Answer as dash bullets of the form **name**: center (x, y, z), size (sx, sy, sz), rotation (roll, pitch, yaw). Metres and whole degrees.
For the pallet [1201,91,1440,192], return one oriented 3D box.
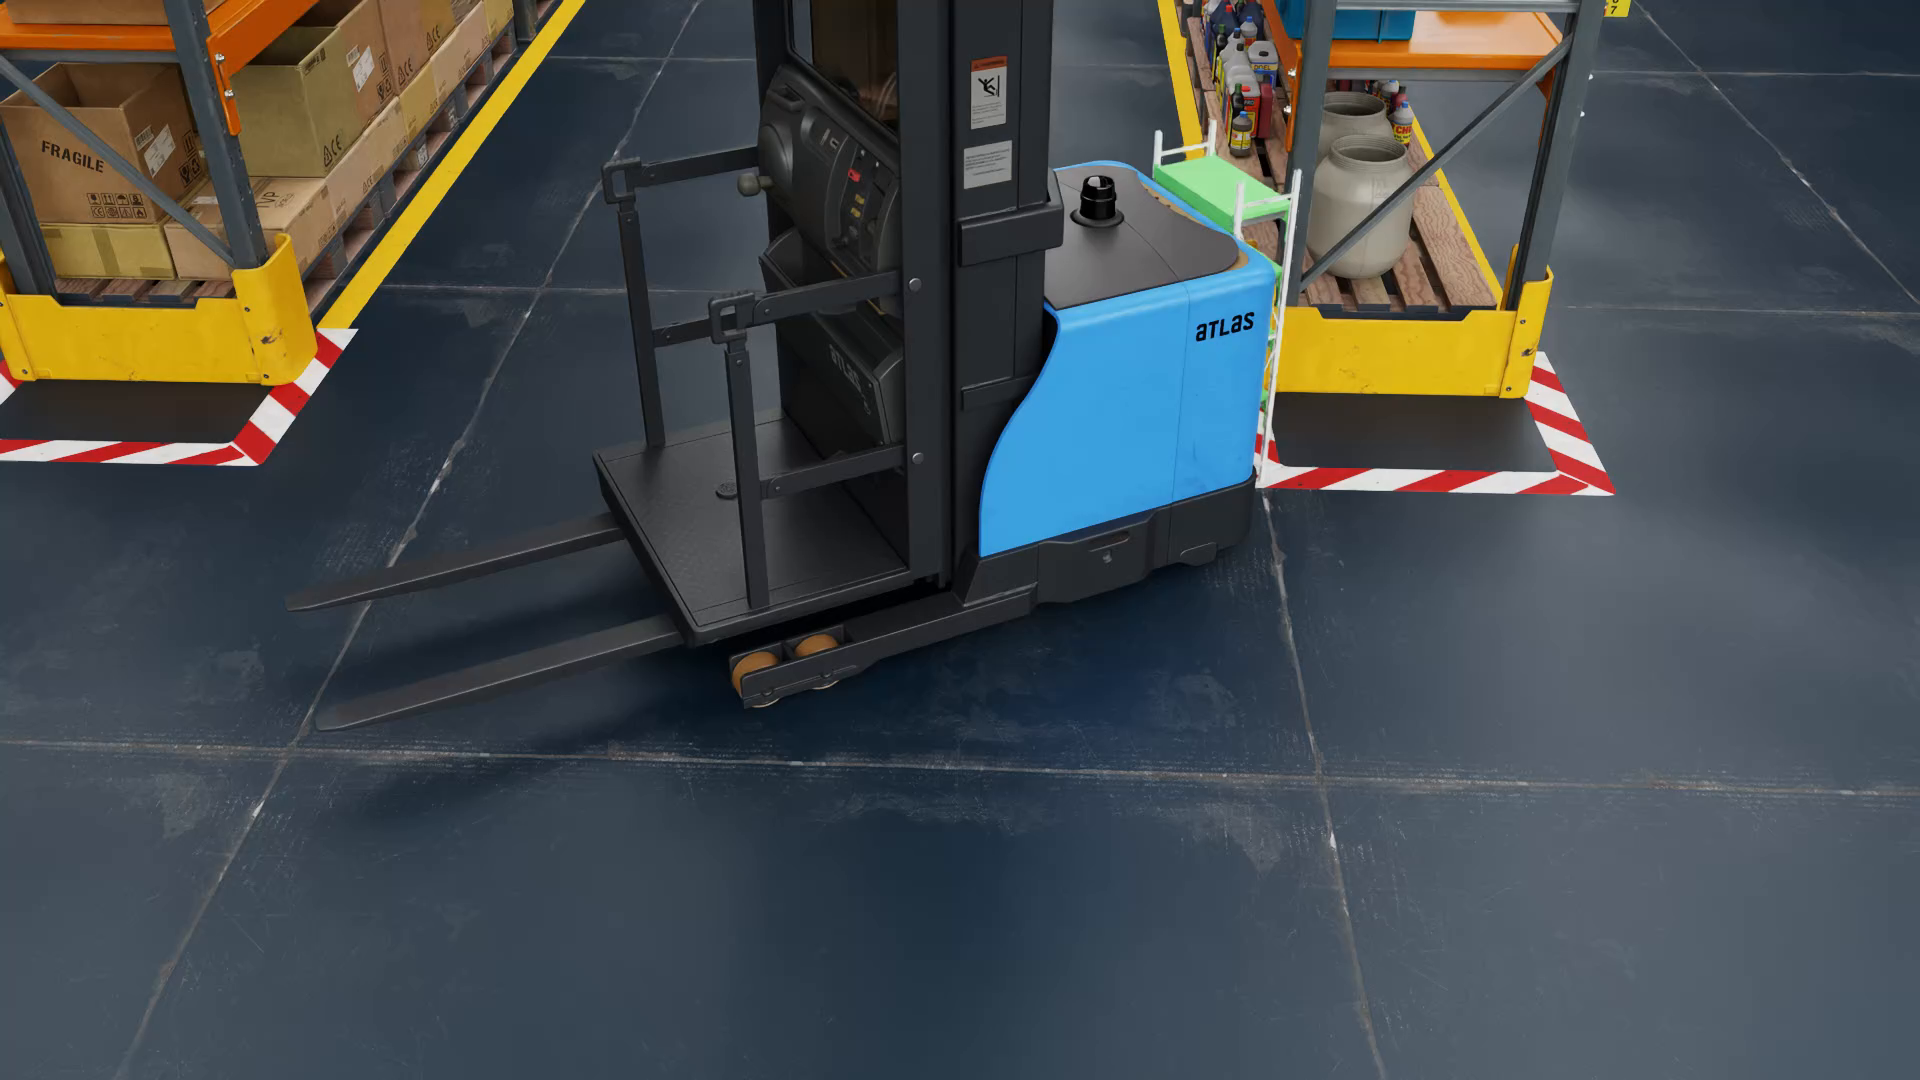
- **pallet**: center (1.760, -1.921, 8.300), size (1.003, 0.211, 1.213), rotation (1, 35, 2)

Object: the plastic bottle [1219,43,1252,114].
- **plastic bottle**: center (1.395, -2.332, 8.381), size (0.144, 0.351, 0.185), rotation (3, 35, 4)

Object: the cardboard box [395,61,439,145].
- **cardboard box**: center (-2.930, -2.180, 8.269), size (0.500, 0.250, 0.500), rotation (1, 35, 2)

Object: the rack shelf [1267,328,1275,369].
- **rack shelf**: center (0.884, -0.745, 5.876), size (0.258, 0.148, 0.480), rotation (-16, 38, -21)

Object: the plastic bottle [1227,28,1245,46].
- **plastic bottle**: center (1.451, -2.566, 8.782), size (0.097, 0.271, 0.097), rotation (0, 35, 0)

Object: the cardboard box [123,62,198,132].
- **cardboard box**: center (-3.486, -2.212, 7.662), size (0.500, 0.500, 0.500), rotation (1, 35, 2)

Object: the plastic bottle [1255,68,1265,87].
- **plastic bottle**: center (1.518, -2.294, 8.456), size (0.097, 0.201, 0.097), rotation (0, 35, 0)

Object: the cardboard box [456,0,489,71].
- **cardboard box**: center (-2.905, -2.755, 9.087), size (0.500, 0.250, 0.500), rotation (1, 35, 2)

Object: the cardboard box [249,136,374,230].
- **cardboard box**: center (-2.975, -1.605, 7.452), size (0.500, 0.250, 0.500), rotation (1, 35, 2)

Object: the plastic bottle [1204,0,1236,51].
- **plastic bottle**: center (1.438, -2.856, 9.191), size (0.152, 0.276, 0.135), rotation (3, 35, 4)

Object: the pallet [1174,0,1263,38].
- **pallet**: center (1.867, -3.461, 10.491), size (1.003, 0.211, 1.213), rotation (1, 35, 2)

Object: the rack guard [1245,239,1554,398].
- **rack guard**: center (1.670, -0.874, 6.558), size (1.175, 0.500, 0.348), rotation (1, 35, 2)

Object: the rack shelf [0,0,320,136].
- **rack shelf**: center (-3.155, -2.823, 7.784), size (1.077, 0.370, 4.000), rotation (1, 35, 2)

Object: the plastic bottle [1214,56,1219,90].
- **plastic bottle**: center (1.385, -2.460, 8.693), size (0.097, 0.201, 0.097), rotation (0, 35, 0)

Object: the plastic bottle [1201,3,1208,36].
- **plastic bottle**: center (1.420, -2.954, 9.395), size (0.097, 0.201, 0.097), rotation (0, 35, 0)

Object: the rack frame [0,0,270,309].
- **rack frame**: center (-3.235, -1.968, 5.942), size (1.000, 3.000, 0.127), rotation (1, 35, 2)

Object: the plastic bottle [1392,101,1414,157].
- **plastic bottle**: center (2.098, -1.950, 7.906), size (0.097, 0.271, 0.097), rotation (0, 35, 0)

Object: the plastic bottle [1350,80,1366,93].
- **plastic bottle**: center (2.105, -2.450, 8.613), size (0.152, 0.276, 0.135), rotation (2, 35, 3)

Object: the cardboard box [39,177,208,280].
- **cardboard box**: center (-3.509, -1.330, 7.060), size (0.500, 0.250, 0.500), rotation (1, 35, 2)

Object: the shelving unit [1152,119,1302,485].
- **shelving unit**: center (0.884, -0.797, 5.839), size (0.258, 1.200, 0.503), rotation (-16, 38, -21)

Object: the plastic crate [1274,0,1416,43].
- **plastic crate**: center (1.435, -2.085, 6.238), size (0.499, 0.251, 0.616), rotation (1, 35, 2)

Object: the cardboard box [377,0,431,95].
- **cardboard box**: center (-2.929, -2.487, 8.053), size (0.500, 0.500, 0.500), rotation (1, 35, 2)

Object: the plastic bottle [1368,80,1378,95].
- **plastic bottle**: center (2.124, -2.321, 8.434), size (0.097, 0.271, 0.097), rotation (0, 35, 0)

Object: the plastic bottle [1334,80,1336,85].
- **plastic bottle**: center (2.013, -2.534, 8.726), size (0.061, 0.283, 0.133), rotation (1, 35, 2)

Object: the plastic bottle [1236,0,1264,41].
- **plastic bottle**: center (1.572, -2.788, 9.030), size (0.144, 0.351, 0.185), rotation (1, 35, 2)

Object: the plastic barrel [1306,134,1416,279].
- **plastic barrel**: center (1.664, -1.385, 6.911), size (0.421, 0.512, 0.421), rotation (0, 35, 0)

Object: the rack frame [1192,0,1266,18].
- **rack frame**: center (1.875, -4.150, 9.046), size (1.000, 3.000, 0.127), rotation (1, 35, 2)

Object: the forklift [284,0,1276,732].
- **forklift**: center (-0.567, -1.041, 4.682), size (3.031, 2.935, 1.130), rotation (-16, 38, -21)

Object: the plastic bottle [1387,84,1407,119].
- **plastic bottle**: center (2.125, -2.084, 8.087), size (0.061, 0.283, 0.133), rotation (2, 35, 3)

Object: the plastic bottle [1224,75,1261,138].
- **plastic bottle**: center (1.387, -2.127, 8.154), size (0.152, 0.276, 0.135), rotation (2, 35, 2)

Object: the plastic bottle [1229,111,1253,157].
- **plastic bottle**: center (1.350, -1.952, 7.970), size (0.097, 0.201, 0.097), rotation (0, 35, 0)

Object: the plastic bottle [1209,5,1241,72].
- **plastic bottle**: center (1.420, -2.683, 8.881), size (0.144, 0.351, 0.185), rotation (0, 35, 0)

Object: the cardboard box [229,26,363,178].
- **cardboard box**: center (-2.973, -1.912, 7.236), size (0.500, 0.500, 0.500), rotation (1, 35, 2)

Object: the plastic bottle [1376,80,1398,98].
- **plastic bottle**: center (2.116, -2.204, 8.268), size (0.097, 0.271, 0.097), rotation (0, 35, 0)

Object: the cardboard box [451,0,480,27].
- **cardboard box**: center (-2.907, -3.062, 8.871), size (0.500, 0.500, 0.500), rotation (1, 35, 2)

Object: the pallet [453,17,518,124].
- **pallet**: center (-3.148, -2.670, 9.365), size (1.003, 0.211, 1.213), rotation (1, 35, 2)

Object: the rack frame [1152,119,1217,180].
- **rack frame**: center (0.775, -0.923, 6.018), size (0.240, 1.200, 0.015), rotation (-16, 38, -21)

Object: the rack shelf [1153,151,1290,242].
- **rack shelf**: center (0.882, -1.137, 5.599), size (0.258, 0.148, 0.480), rotation (-16, 38, -21)

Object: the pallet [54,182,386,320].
- **pallet**: center (-3.246, -1.268, 7.370), size (1.003, 0.211, 1.213), rotation (1, 35, 2)
